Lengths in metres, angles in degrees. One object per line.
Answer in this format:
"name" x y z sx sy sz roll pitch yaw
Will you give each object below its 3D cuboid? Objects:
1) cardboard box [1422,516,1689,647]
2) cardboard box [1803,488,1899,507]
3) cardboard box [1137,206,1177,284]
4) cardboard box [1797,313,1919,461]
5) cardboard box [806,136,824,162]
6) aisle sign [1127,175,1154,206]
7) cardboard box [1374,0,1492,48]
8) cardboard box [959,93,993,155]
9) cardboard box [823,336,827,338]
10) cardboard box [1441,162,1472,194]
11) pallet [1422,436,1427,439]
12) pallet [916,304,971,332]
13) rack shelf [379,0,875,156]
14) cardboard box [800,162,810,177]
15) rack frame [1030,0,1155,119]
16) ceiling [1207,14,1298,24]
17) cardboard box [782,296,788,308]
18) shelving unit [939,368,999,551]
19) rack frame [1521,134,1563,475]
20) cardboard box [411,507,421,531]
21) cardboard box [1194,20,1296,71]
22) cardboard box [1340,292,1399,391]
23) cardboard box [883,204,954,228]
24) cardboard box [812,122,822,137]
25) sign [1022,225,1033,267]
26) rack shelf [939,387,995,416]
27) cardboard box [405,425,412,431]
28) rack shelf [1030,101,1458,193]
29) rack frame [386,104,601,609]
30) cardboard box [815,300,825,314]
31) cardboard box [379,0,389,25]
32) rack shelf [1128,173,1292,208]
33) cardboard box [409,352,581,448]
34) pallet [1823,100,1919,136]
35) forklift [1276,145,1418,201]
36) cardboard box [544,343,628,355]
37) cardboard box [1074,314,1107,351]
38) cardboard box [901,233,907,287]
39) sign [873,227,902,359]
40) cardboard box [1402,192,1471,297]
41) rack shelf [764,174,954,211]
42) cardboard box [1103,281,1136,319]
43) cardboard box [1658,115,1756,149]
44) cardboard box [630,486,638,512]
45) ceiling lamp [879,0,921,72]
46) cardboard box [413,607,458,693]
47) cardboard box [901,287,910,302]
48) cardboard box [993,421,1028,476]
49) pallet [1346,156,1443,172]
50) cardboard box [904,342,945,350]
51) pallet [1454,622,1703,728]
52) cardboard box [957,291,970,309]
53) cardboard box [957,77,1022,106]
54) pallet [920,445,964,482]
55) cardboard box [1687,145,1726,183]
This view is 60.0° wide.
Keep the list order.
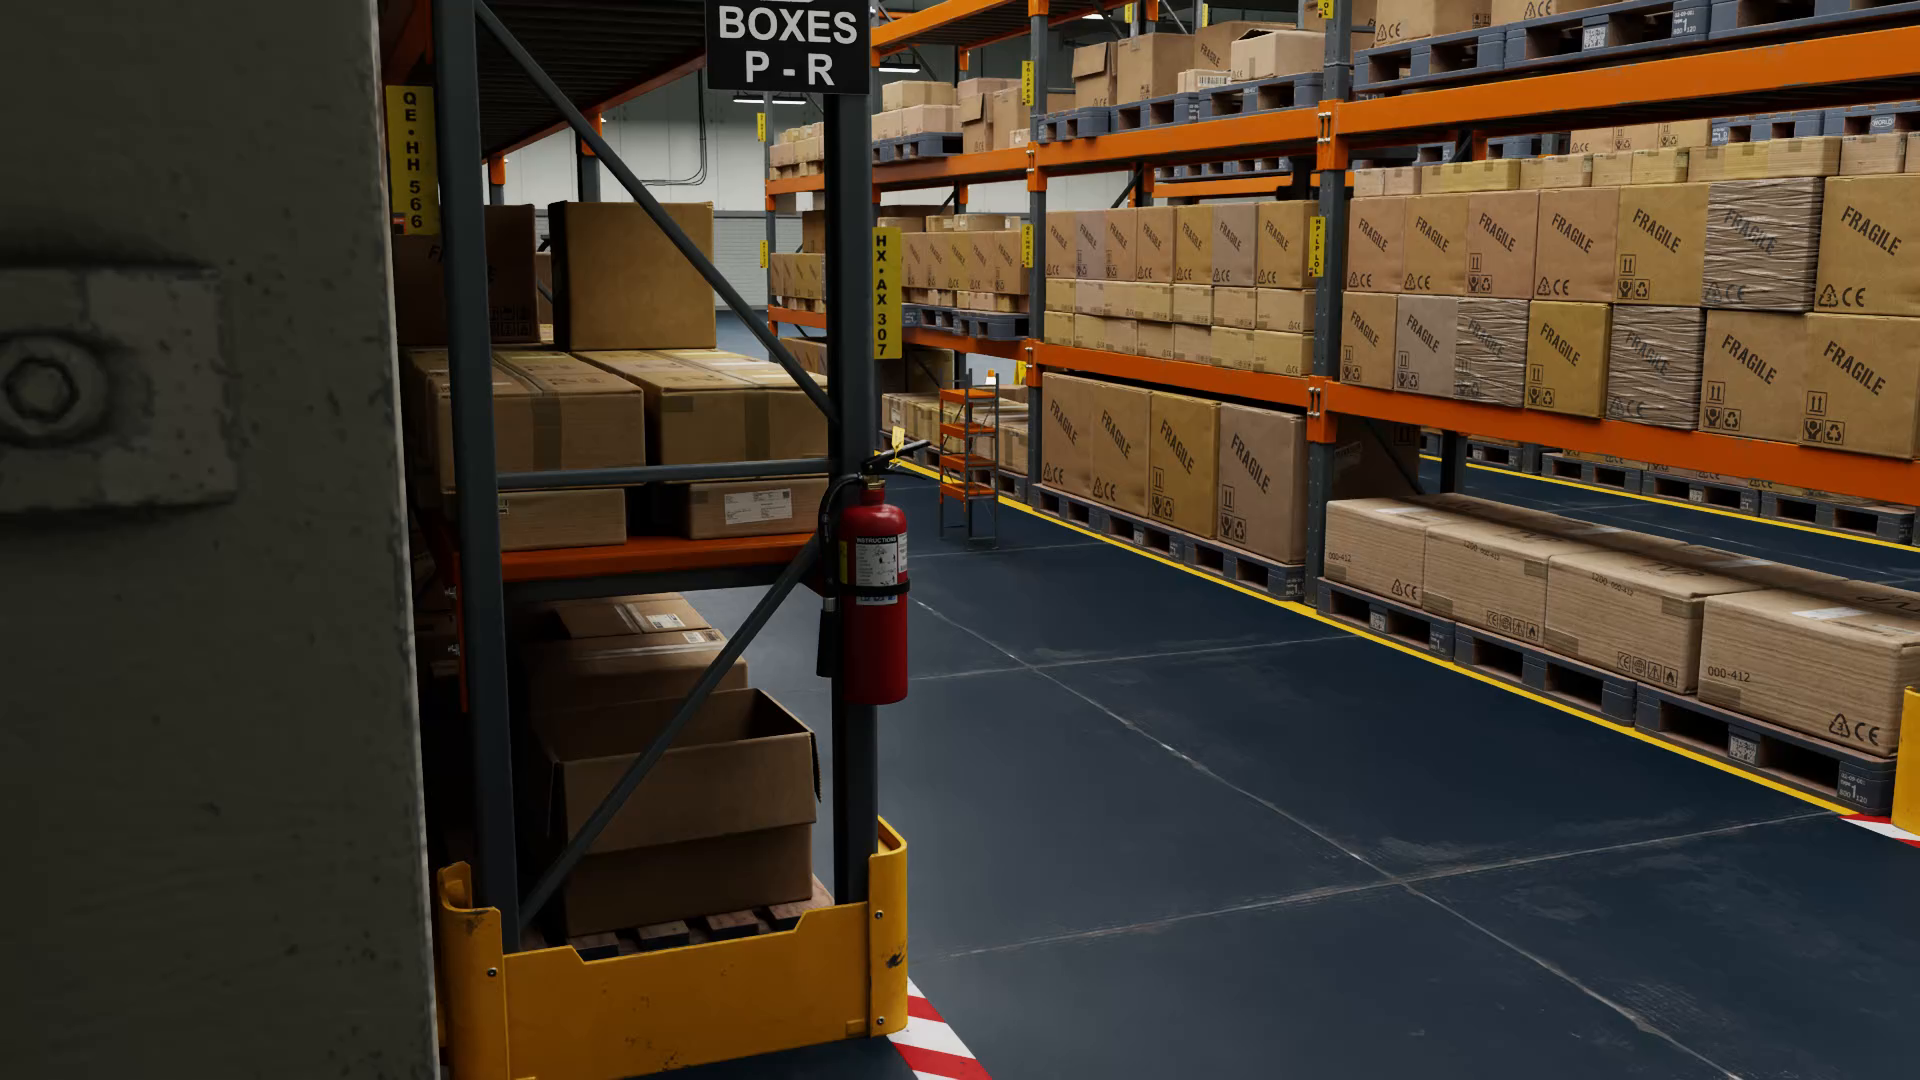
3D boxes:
"cardboard box" 2.928 0.186 8.230 0.875 0.438 0.875 -4 11 -23
"cardboard box" 6.550 -0.535 12.109 0.500 0.500 0.500 -4 11 -22
"cardboard box" 1.518 -1.974 11.117 0.500 0.500 0.500 -4 11 -20
"cardboard box" 3.504 -0.582 6.147 0.500 0.500 0.500 -4 11 -21
"cardboard box" -1.388 -4.282 18.250 0.500 0.250 0.500 -4 11 -20
"aisle sign" 2.399 -4.686 22.079 0.394 0.787 0.004 -4 11 -21
"cardboard box" 2.493 -2.796 8.547 0.500 0.500 0.500 -4 11 -20
"cardboard box" 0.447 -3.551 14.267 0.797 0.503 0.637 -4 11 -21
"cardboard box" -1.339 -2.190 19.986 0.500 0.500 0.500 -4 11 -21
"cardboard box" 2.621 -1.792 8.244 0.380 0.149 0.250 -4 11 -21
"pallet" 4.503 -1.266 18.241 1.003 0.211 1.213 -4 11 -21
"pallet" 0.271 -2.003 14.968 1.003 0.211 1.213 -4 11 -21
"rack shelf" -1.425 -1.604 5.669 1.077 0.370 4.000 -4 11 -21
"cardboard box" -1.583 -4.150 18.645 0.380 0.149 0.250 -4 11 -20
"rack frame" 1.026 -4.730 12.624 1.000 3.000 0.127 -4 11 -21
"ceiling" 10.301 -16.799 54.777 6.000 0.001 6.000 -4 11 -21
"cardboard box" -1.943 -2.890 20.126 0.380 0.149 0.250 -4 11 -21
"shelving unit" 0.060 -0.564 11.469 0.258 1.200 0.503 -4 11 -21
"rack frame" 5.603 -2.107 15.008 1.000 3.000 0.127 -4 11 -21
"cardboard box" -2.551 -0.145 8.064 0.380 0.149 0.250 -4 11 -23
"cardboard box" 1.935 -3.240 11.327 0.500 0.500 0.500 -4 11 -20
"cardboard box" 2.402 -1.080 8.946 0.500 0.500 0.500 -4 11 -19
"cardboard box" -0.381 -3.203 17.178 0.700 0.500 0.500 -4 11 -21
"cardboard box" -1.392 -4.460 18.111 0.380 0.149 0.250 -4 11 -20
"sign" 0.524 -2.272 12.852 0.100 0.325 0.005 -4 11 -21
"rack shelf" 0.060 -0.951 11.400 0.258 0.148 0.480 -4 11 -21
"cardboard box" -1.677 -0.317 5.659 0.380 0.149 0.250 -4 11 -21
"rack shelf" 1.751 -2.573 11.114 1.077 0.370 4.000 -4 11 -21
"rack frame" -2.149 -0.808 7.704 1.000 3.000 0.127 -4 11 -21
"cardboard box" -1.387 -2.588 18.427 0.380 0.149 0.250 -4 11 -20
"cardboard box" -1.848 -1.879 5.877 0.380 0.149 0.250 -4 11 -20
"rack shelf" 3.429 -4.209 20.314 1.077 0.370 4.000 -4 11 -21
"cardboard box" -1.475 -0.451 5.278 0.500 0.250 0.500 -4 11 -19
"pallet" 6.928 -2.946 11.696 1.213 0.211 1.003 -4 11 -21
"forklift" 3.014 -1.737 13.125 1.130 2.935 3.031 2 10 10
"cardboard box" -1.188 -0.566 5.921 0.500 0.250 0.500 -4 11 -22
"cardboard box" 1.172 -1.524 12.158 0.500 0.250 0.500 -4 11 -23
"cardboard box" -0.339 -2.656 15.756 0.500 0.500 0.500 -4 11 -21
"sign" -0.194 -0.616 4.152 0.100 0.325 0.005 -4 11 -21
"cardboard box" 2.600 -1.489 8.393 0.500 0.500 0.500 -4 11 -22
"rack shelf" -1.148 -3.879 18.455 1.077 0.370 4.000 -4 11 -21
"cardboard box" 1.335 -1.684 11.629 0.500 0.250 0.500 -4 11 -21
"cardboard box" 5.936 -3.361 13.204 0.500 0.500 0.500 -4 11 -21
"cardboard box" -0.826 -0.182 4.901 0.380 0.149 0.250 -4 11 -22
"ceiling lamp" -1.941 -11.973 36.673 2.000 3.185 0.800 -4 11 -21
"cardboard box" -2.130 0.432 7.212 0.500 0.311 0.500 -3 11 -19
"cardboard box" -0.435 -2.361 15.953 0.380 0.149 0.250 -4 11 -20
"cardboard box" 0.831 -0.782 13.864 0.950 0.372 0.625 -5 11 -25
"pallet" 4.532 -3.996 17.609 0.805 0.209 1.217 -4 11 -23
"cardboard box" -0.375 -2.109 17.675 0.380 0.149 0.250 -4 11 -20
"pallet" 3.124 0.578 7.876 1.003 0.211 1.213 -4 11 -21
"cardboard box" 0.194 -2.061 14.268 0.380 0.149 0.250 -4 11 -20
"cardboard box" 0.296 -4.034 15.074 0.500 0.250 0.500 -4 11 -20
"pallet" 0.306 -0.730 15.229 1.003 0.211 1.213 -4 11 -21
"cardboard box" 3.240 -1.545 6.855 0.380 0.149 0.250 -4 11 -21
